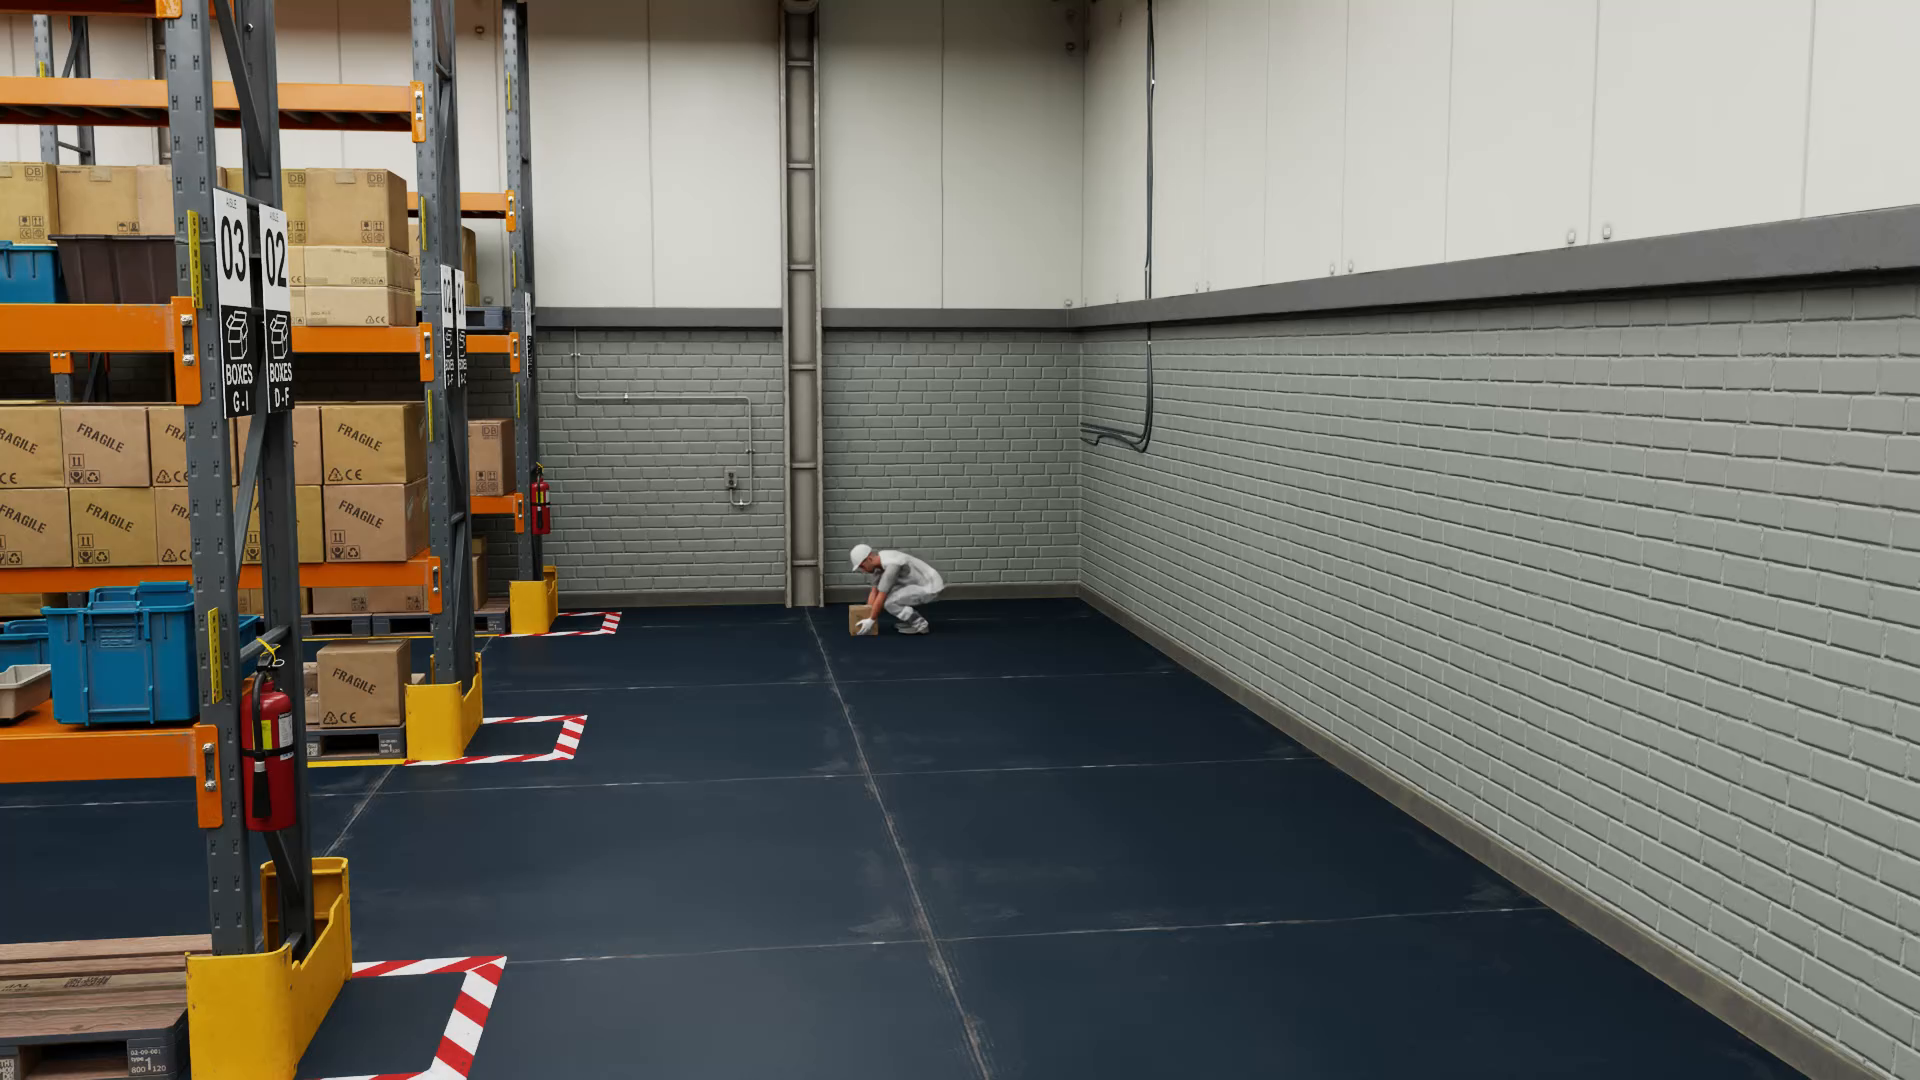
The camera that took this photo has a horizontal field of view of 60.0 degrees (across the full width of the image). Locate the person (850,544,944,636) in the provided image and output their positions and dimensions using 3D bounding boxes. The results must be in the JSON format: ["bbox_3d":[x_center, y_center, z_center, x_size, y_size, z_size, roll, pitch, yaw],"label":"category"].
[{"bbox_3d":[-0.594,0.465,15.744,0.890,0.880,0.563,-1,6,-9],"label":"person"}]
